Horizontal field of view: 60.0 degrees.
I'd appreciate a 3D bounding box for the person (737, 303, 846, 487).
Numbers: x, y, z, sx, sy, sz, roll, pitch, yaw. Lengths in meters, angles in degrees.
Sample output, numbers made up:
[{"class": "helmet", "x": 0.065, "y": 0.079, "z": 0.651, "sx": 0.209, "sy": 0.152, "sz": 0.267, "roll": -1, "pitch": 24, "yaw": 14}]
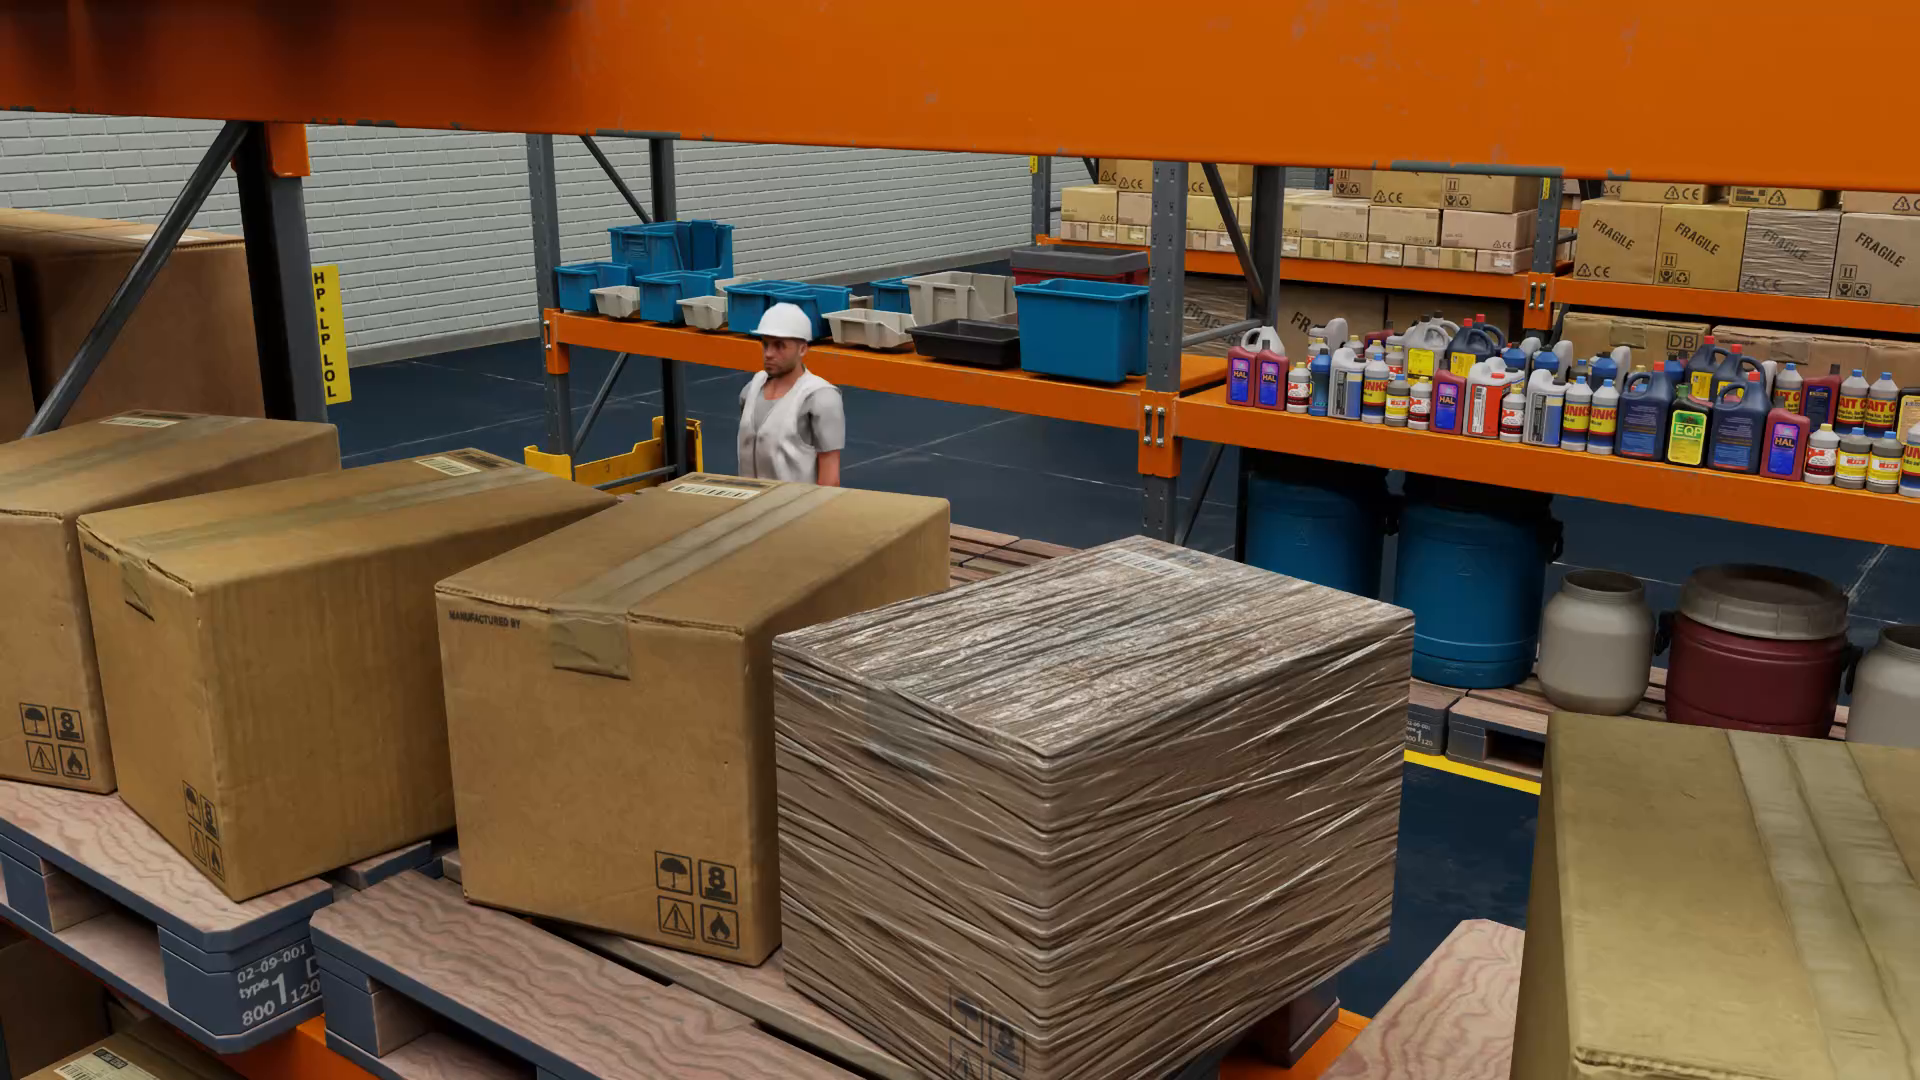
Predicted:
[{"class": "person", "x": -0.705, "y": -0.063, "z": 6.713, "sx": 0.523, "sy": 1.786, "sz": 0.348, "roll": 12, "pitch": 20, "yaw": 36}]
